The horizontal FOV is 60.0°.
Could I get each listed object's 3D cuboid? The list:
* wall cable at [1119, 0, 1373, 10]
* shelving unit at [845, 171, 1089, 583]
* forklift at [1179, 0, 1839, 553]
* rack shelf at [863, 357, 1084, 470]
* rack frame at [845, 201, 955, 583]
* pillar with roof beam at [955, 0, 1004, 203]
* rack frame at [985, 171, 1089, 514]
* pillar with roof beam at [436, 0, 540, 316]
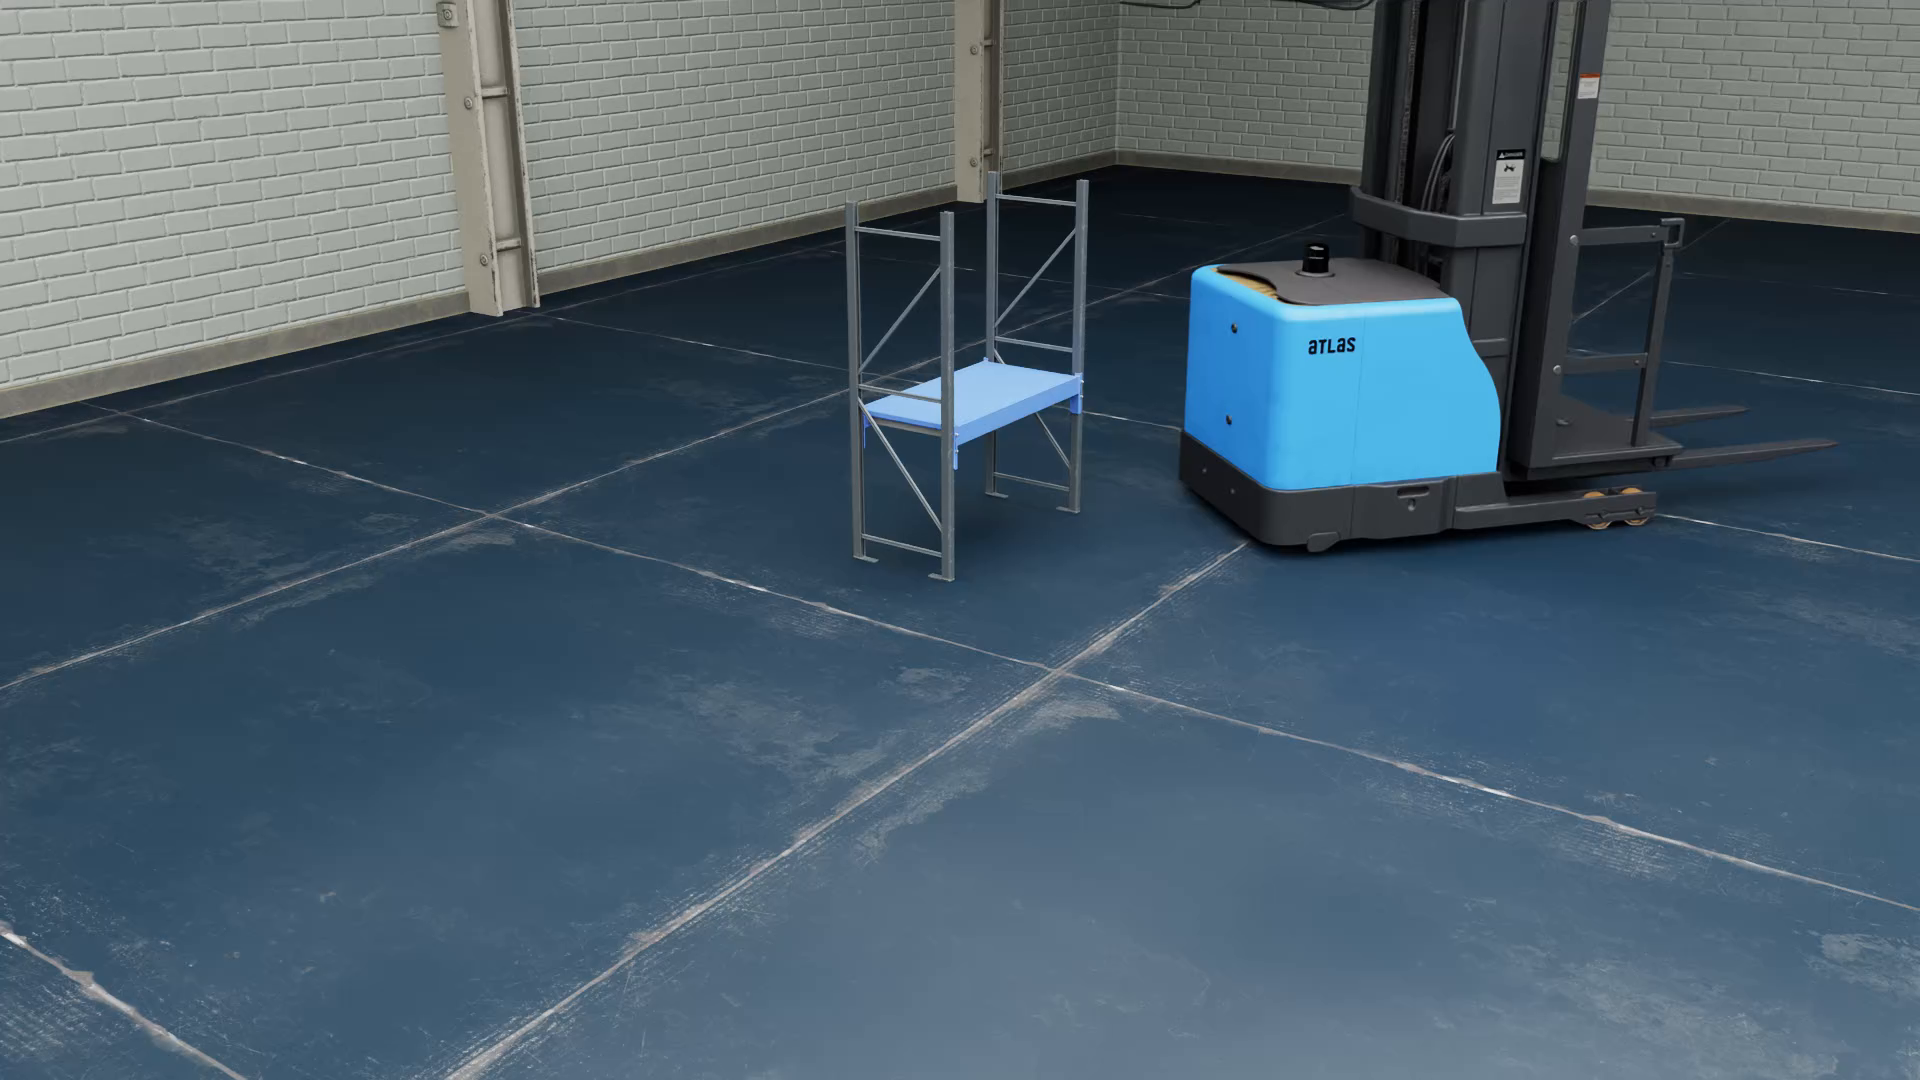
[{"bbox_3d":[2.932,-6.693,16.864,3.097,2.526,0.112,13,24,32],"label":"wall cable"},{"bbox_3d":[0.048,-0.728,7.071,0.538,1.500,1.048,13,24,32],"label":"shelving unit"},{"bbox_3d":[2.607,-1.591,7.340,3.031,2.935,1.130,-6,21,-15],"label":"forklift"},{"bbox_3d":[0.048,-0.559,7.133,0.538,0.185,1.000,13,24,32],"label":"rack shelf"},{"bbox_3d":[-0.238,-0.582,6.677,0.500,1.500,0.032,13,24,32],"label":"rack frame"},{"bbox_3d":[3.743,-6.723,12.468,9.100,9.000,0.400,13,24,32],"label":"pillar with roof beam"},{"bbox_3d":[0.334,-0.874,7.465,0.500,1.500,0.032,13,24,32],"label":"rack frame"},{"bbox_3d":[0.370,-5.001,7.814,9.100,9.000,0.400,13,24,32],"label":"pillar with roof beam"}]
